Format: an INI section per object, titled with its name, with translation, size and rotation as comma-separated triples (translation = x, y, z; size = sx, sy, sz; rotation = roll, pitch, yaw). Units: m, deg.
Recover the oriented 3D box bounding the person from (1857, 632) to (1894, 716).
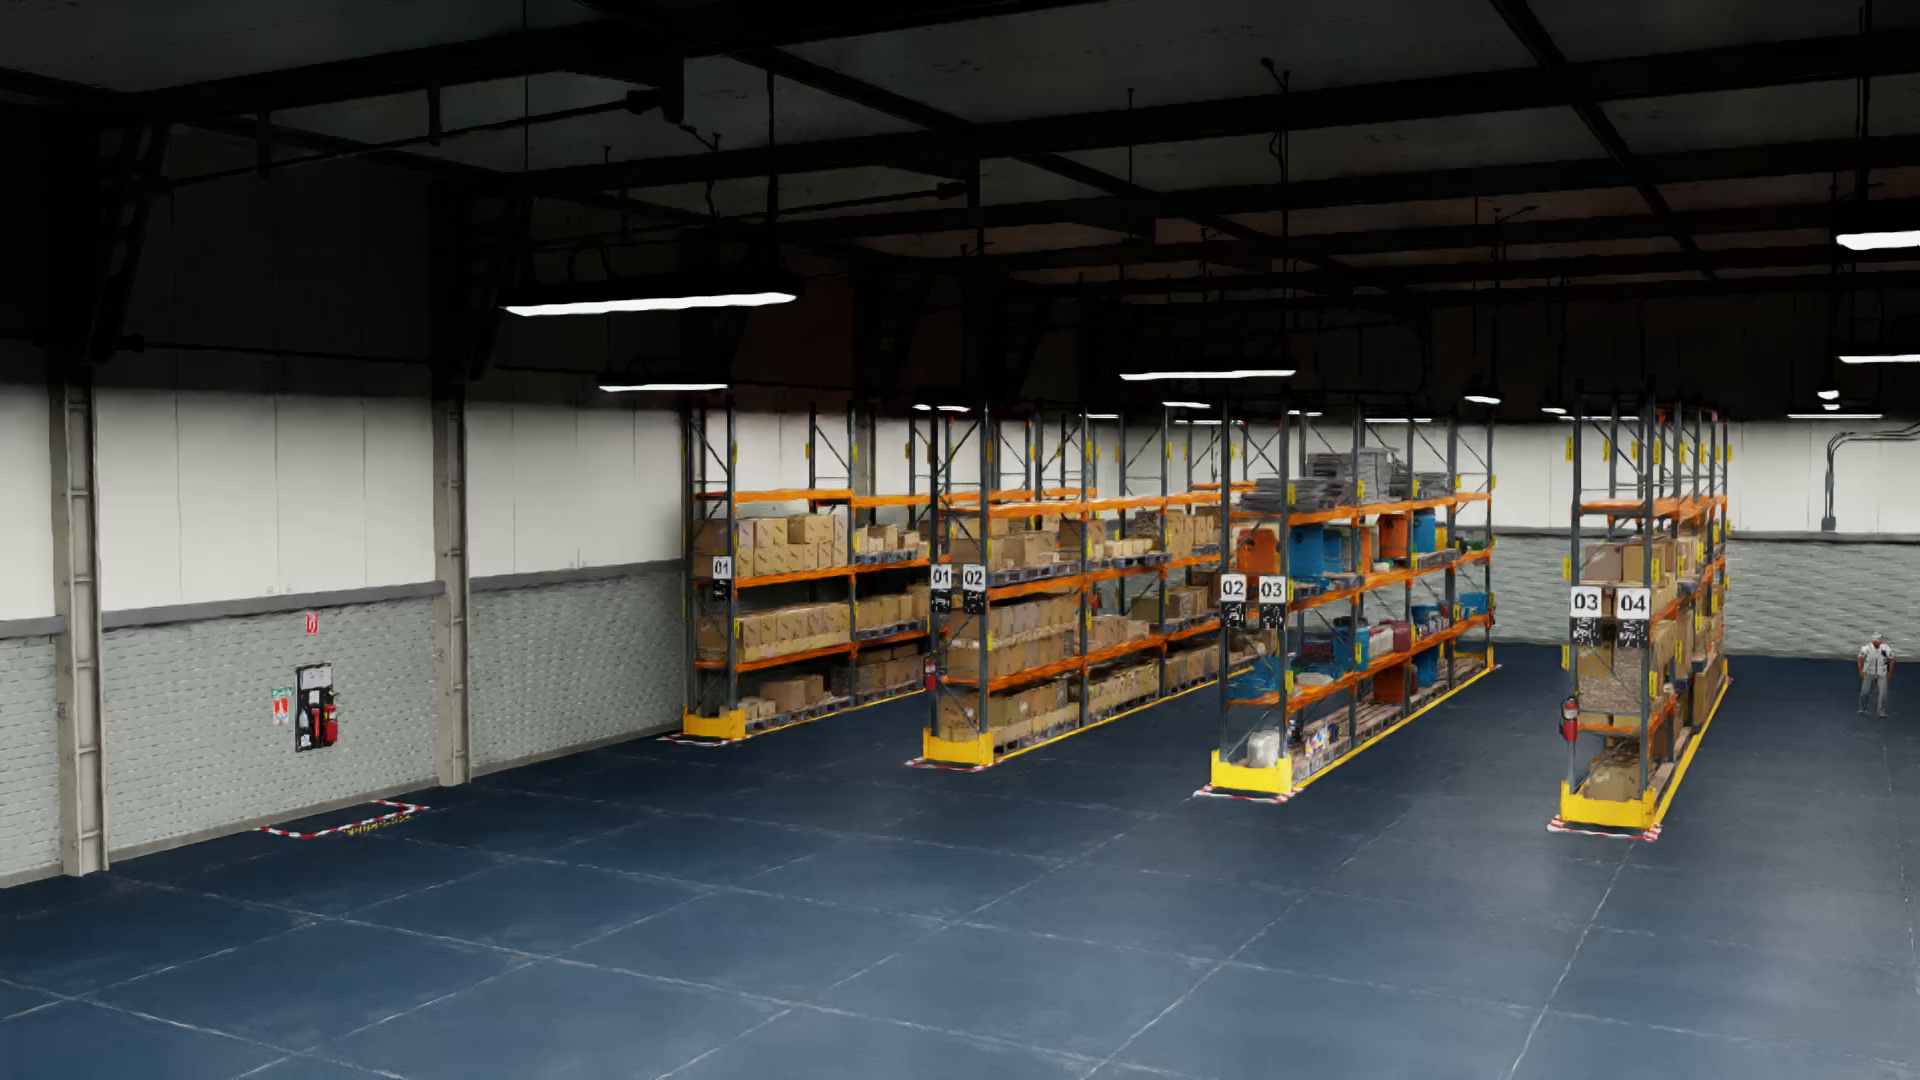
[person]
translation = 17.403, 2.541, 31.614
size = 0.625, 1.611, 0.575
rotation = 2, 3, 27
